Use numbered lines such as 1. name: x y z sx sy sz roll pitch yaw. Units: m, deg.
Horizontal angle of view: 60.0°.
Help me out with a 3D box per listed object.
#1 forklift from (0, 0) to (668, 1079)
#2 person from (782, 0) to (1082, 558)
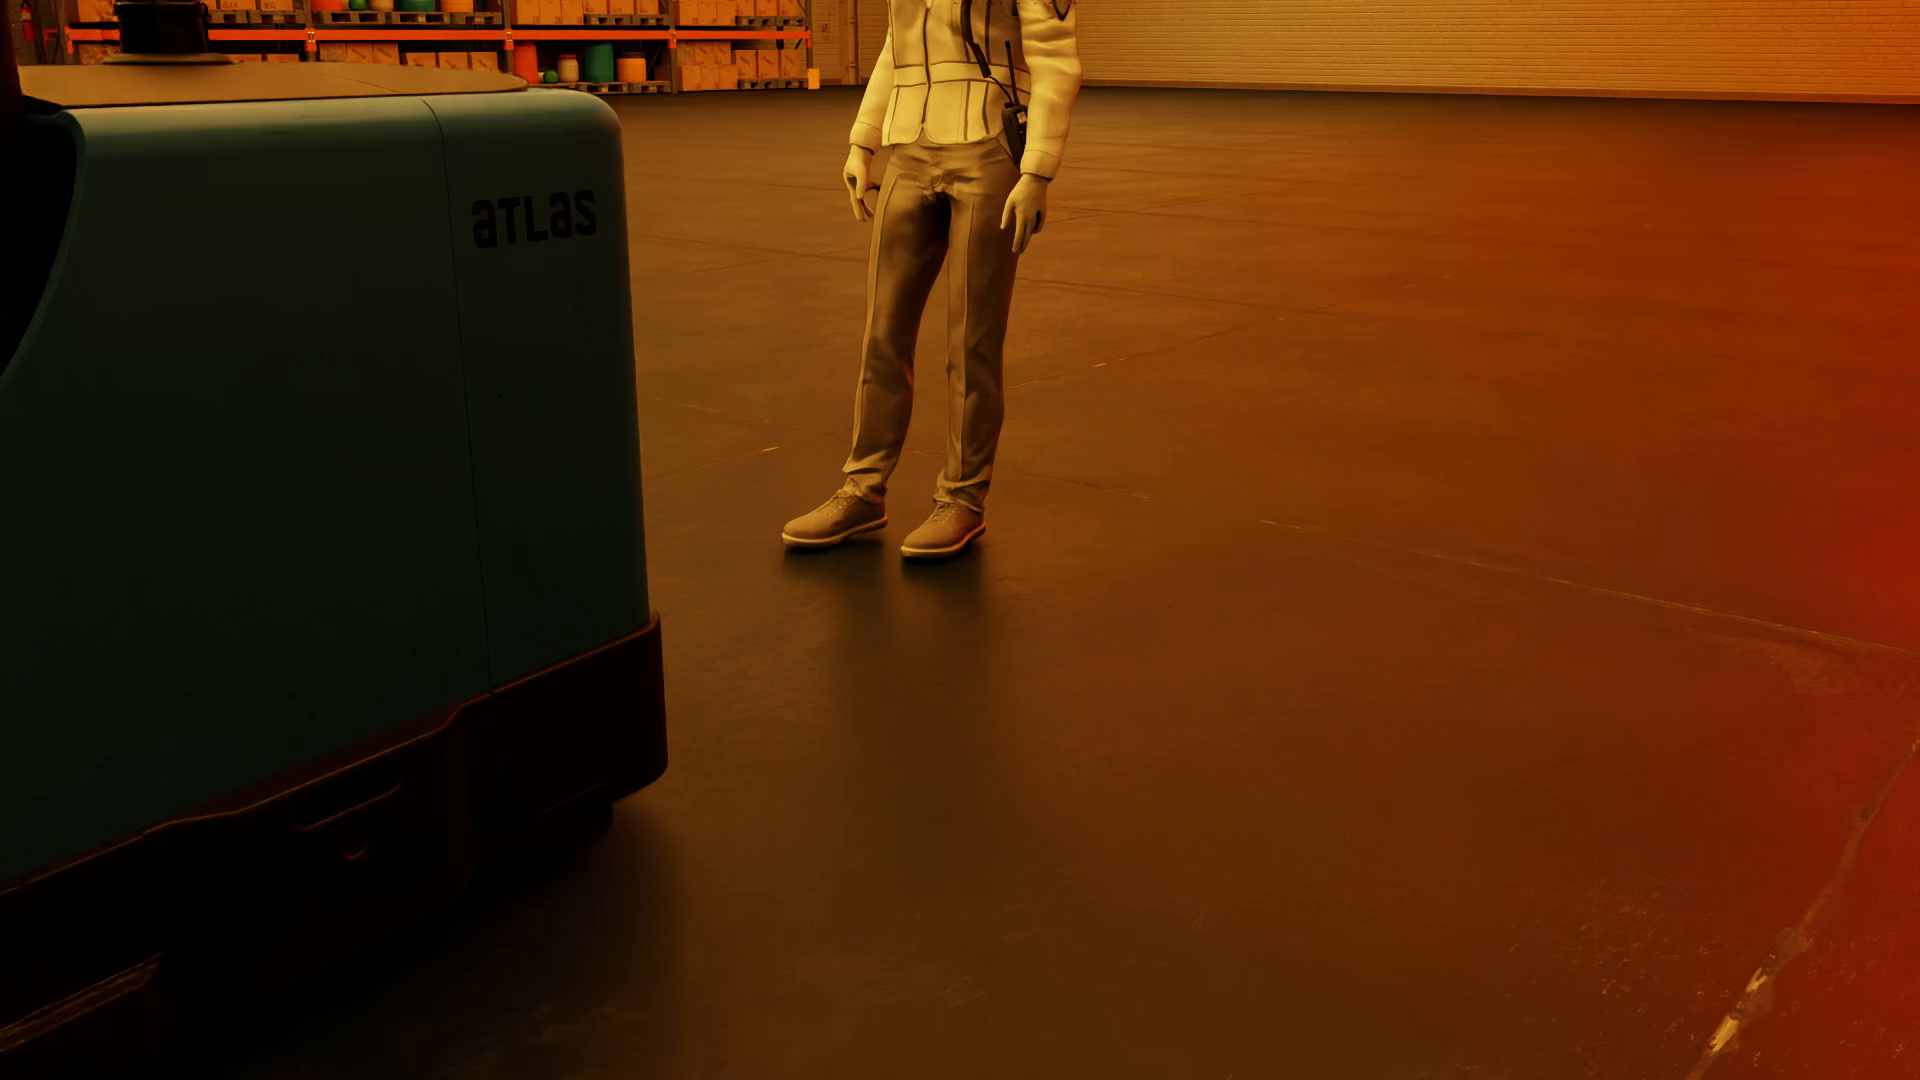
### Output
1. forklift: -1.688 -0.713 1.245 1.130 2.935 3.031 11 20 32
2. person: -0.048 -0.804 3.648 0.587 1.696 0.534 13 21 37
